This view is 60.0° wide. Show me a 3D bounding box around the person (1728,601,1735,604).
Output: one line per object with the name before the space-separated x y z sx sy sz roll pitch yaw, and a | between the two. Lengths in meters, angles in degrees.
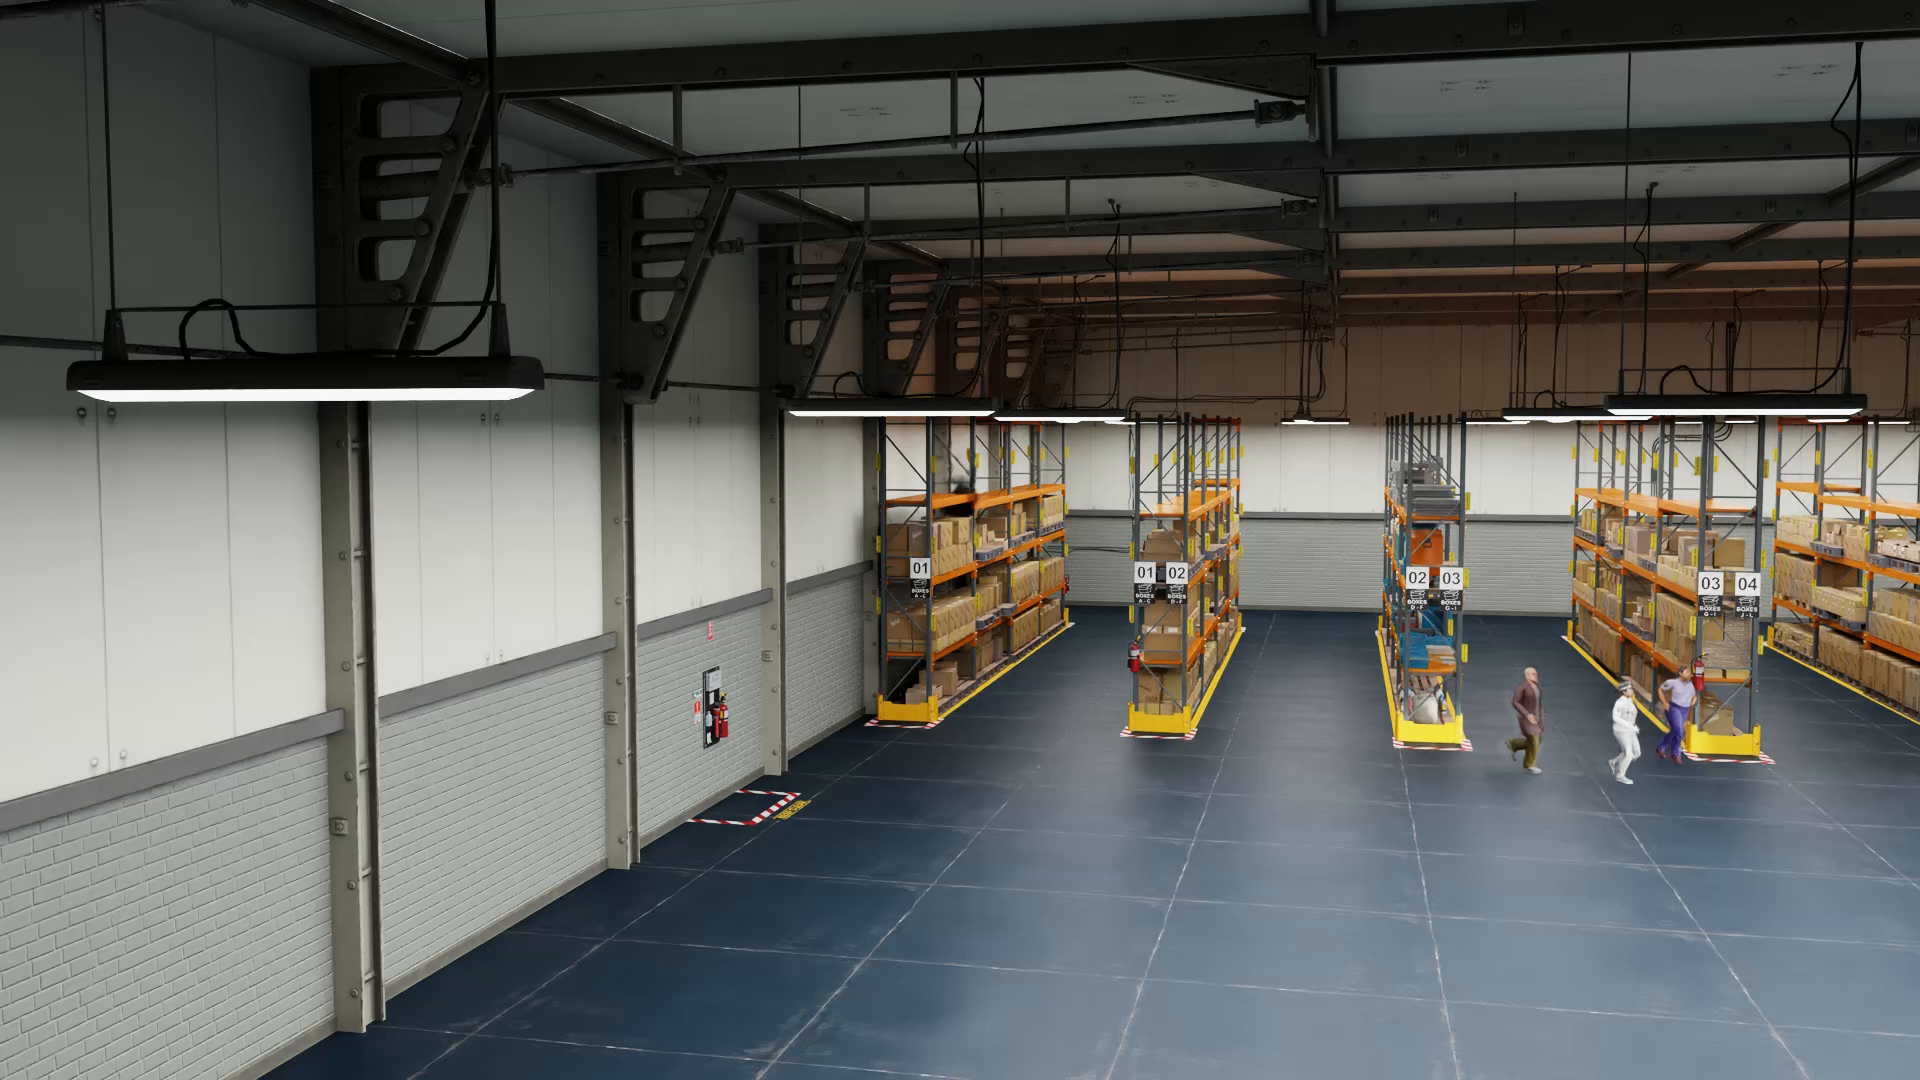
person | 19.929 1.920 43.561 0.645 1.746 0.719 -4 5 -44

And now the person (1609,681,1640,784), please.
person | 10.691 3.084 26.772 0.542 1.664 0.625 4 5 42

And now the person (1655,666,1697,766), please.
person | 12.318 2.999 28.499 0.603 1.670 0.709 -2 4 -23

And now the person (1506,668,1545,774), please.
person | 9.407 2.980 27.692 0.719 1.754 0.705 -3 5 -37
